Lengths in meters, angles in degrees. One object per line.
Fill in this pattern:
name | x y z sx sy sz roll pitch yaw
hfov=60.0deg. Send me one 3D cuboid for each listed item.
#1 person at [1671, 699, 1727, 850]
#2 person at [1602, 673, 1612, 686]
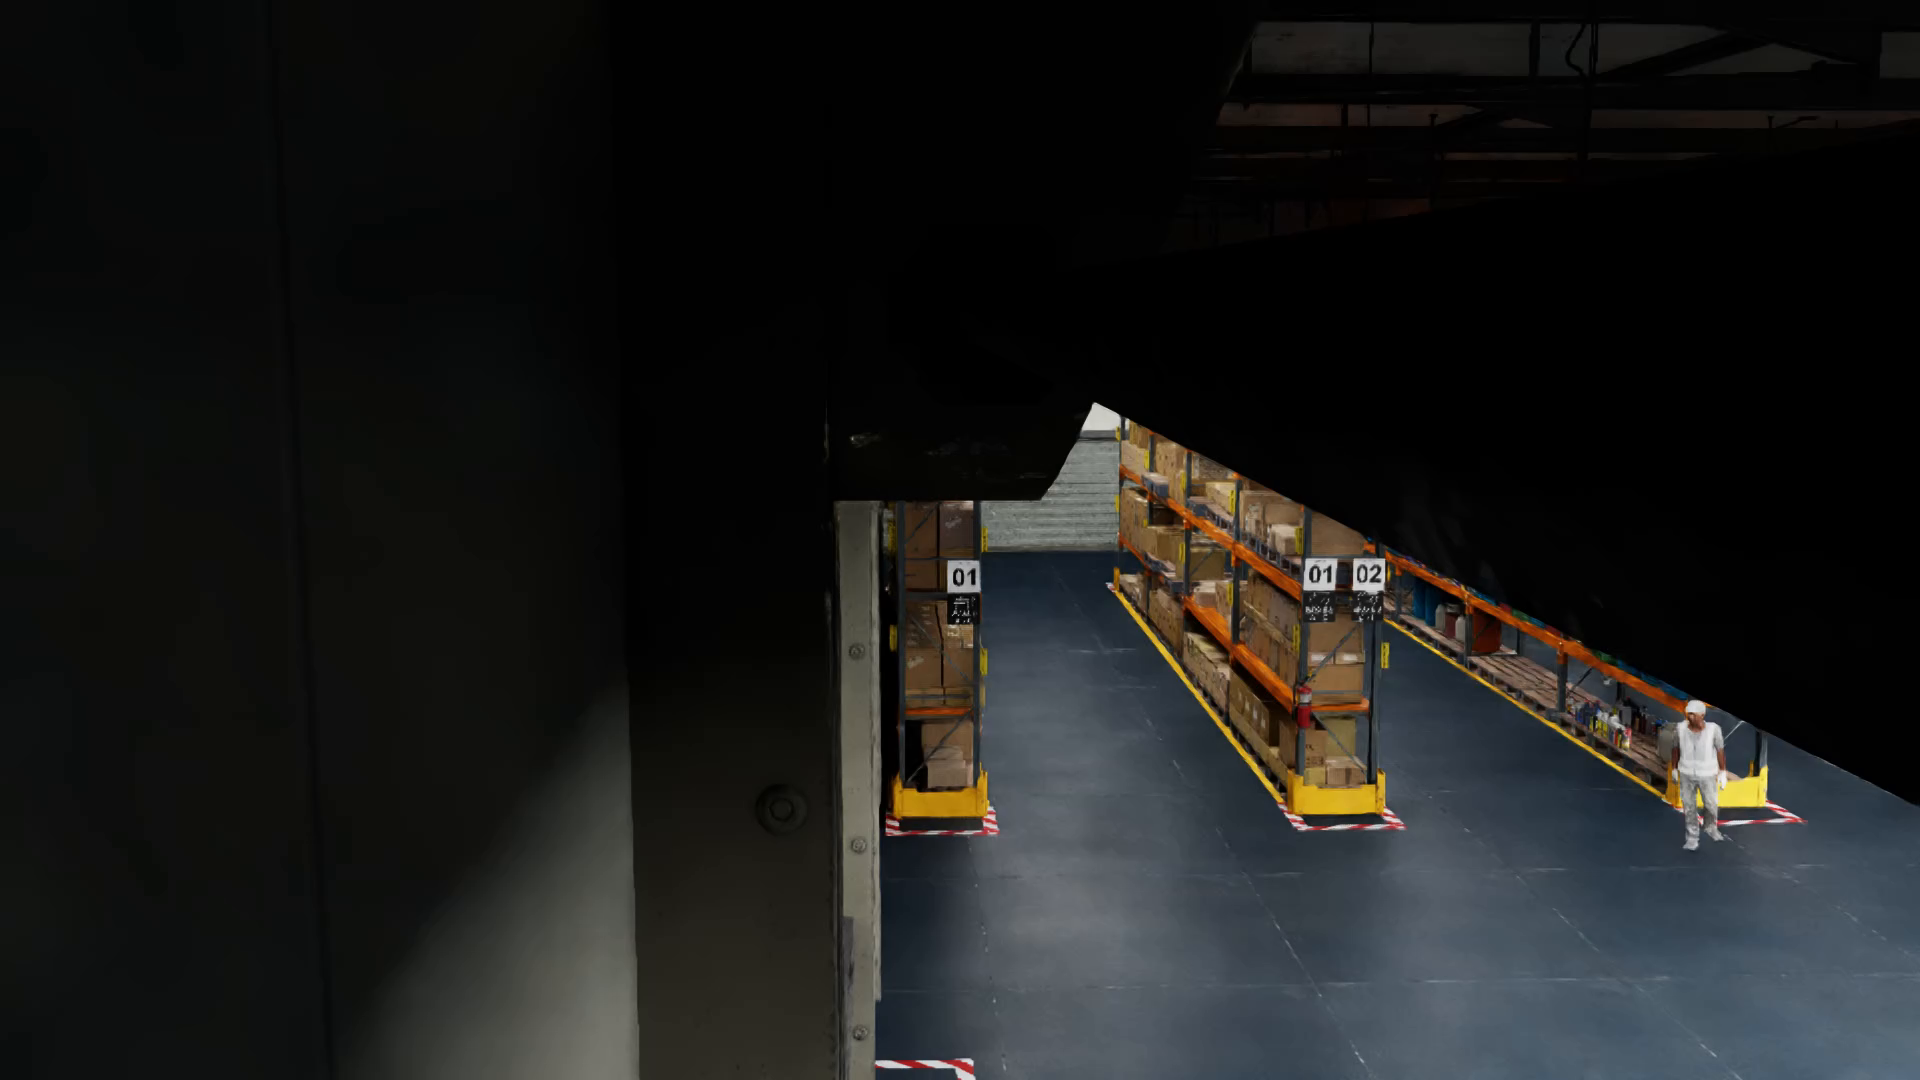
person | 8.562 2.697 19.273 0.598 1.777 0.571 5 10 33
person | 10.953 1.628 27.171 0.609 1.604 0.814 -3 9 -19
